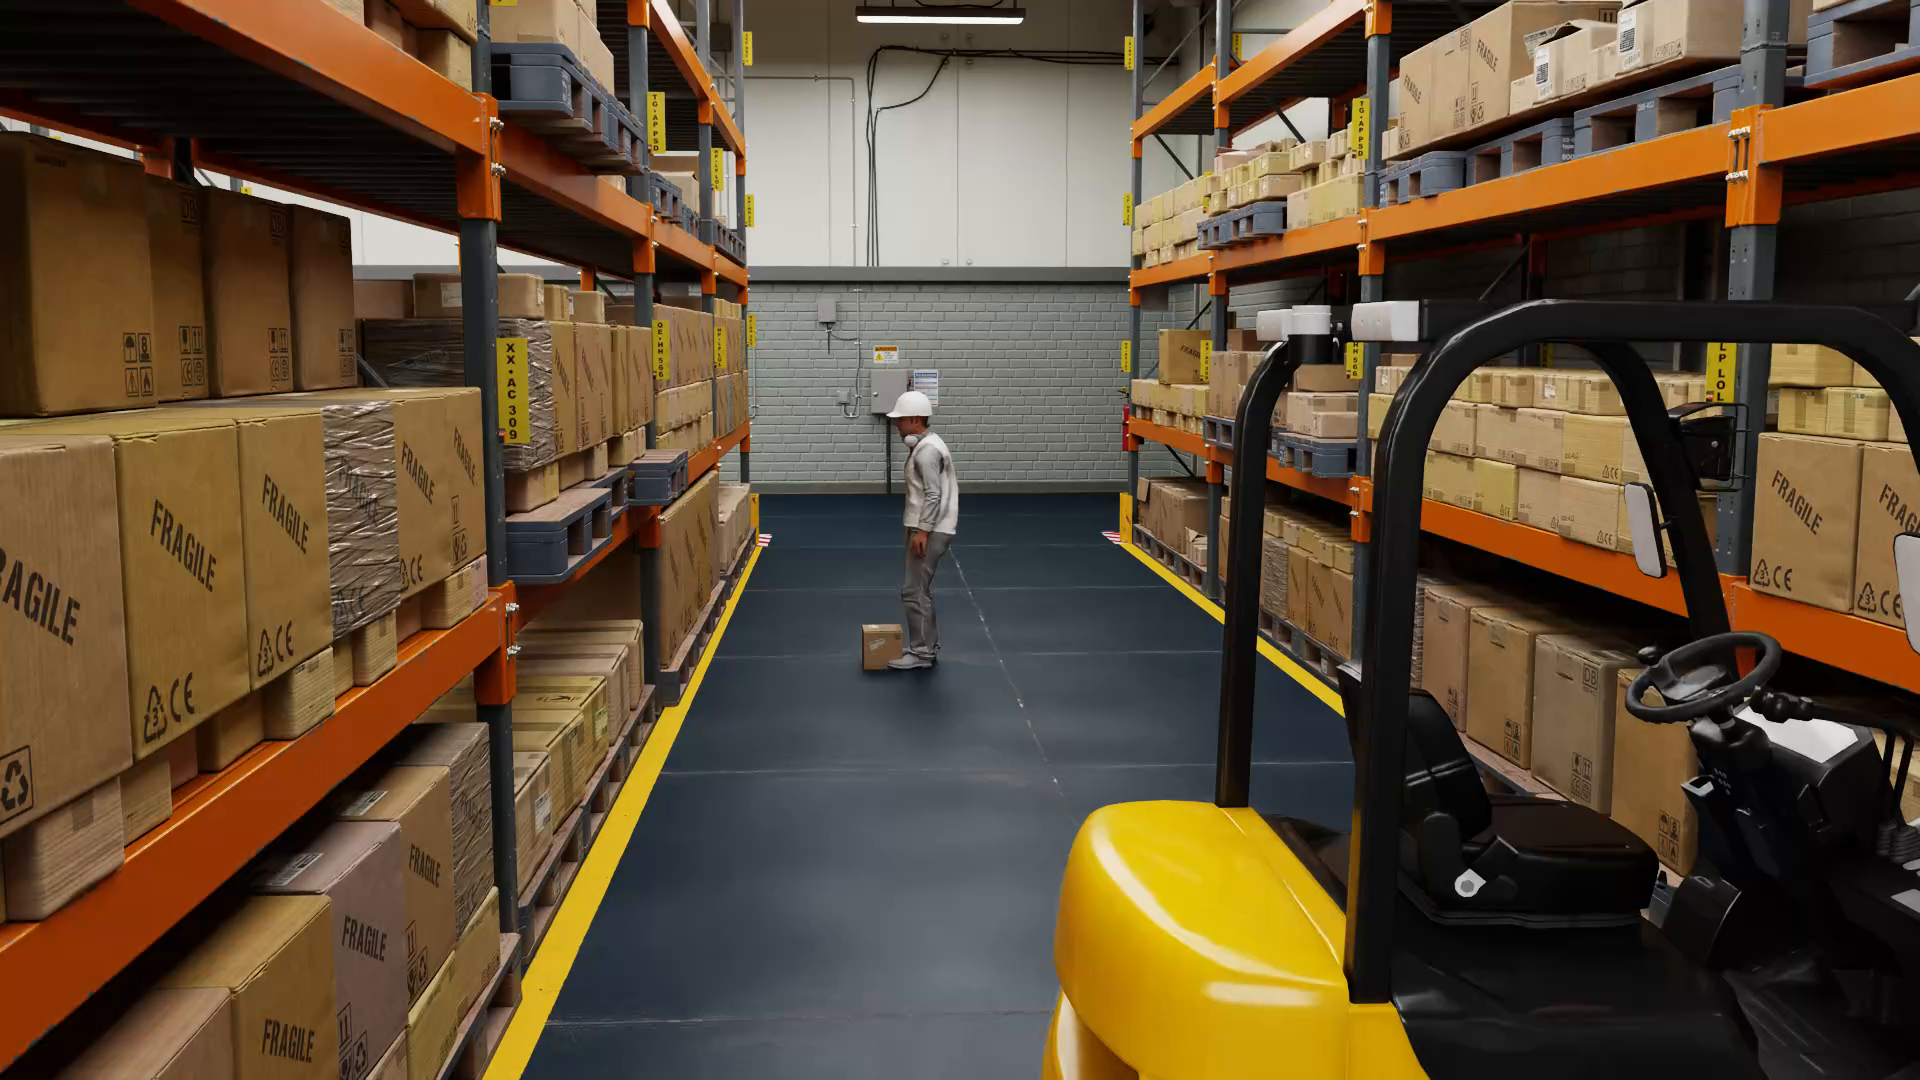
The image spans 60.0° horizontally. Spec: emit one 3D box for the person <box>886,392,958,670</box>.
[{"bbox_3d":[-0.248,-0.068,10.700,0.473,1.771,0.582,-1,7,-6],"label":"person"}]
